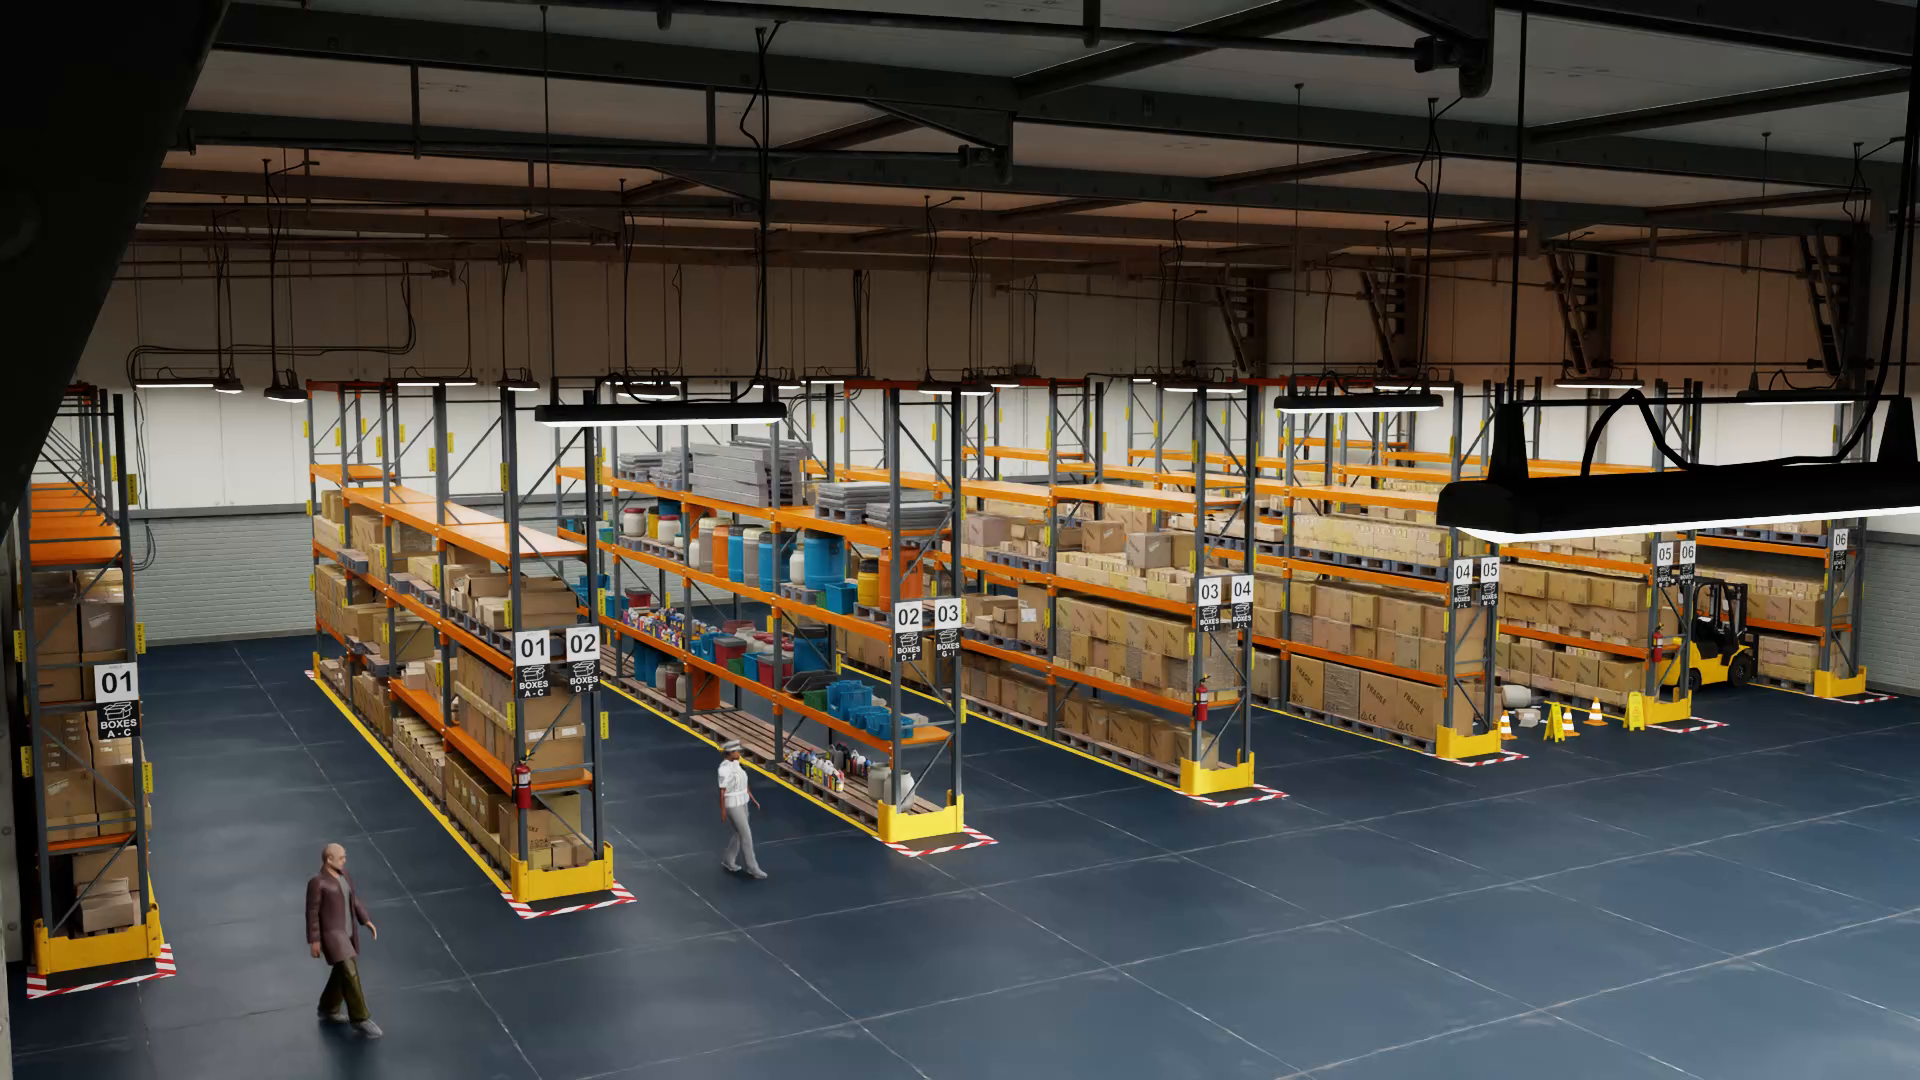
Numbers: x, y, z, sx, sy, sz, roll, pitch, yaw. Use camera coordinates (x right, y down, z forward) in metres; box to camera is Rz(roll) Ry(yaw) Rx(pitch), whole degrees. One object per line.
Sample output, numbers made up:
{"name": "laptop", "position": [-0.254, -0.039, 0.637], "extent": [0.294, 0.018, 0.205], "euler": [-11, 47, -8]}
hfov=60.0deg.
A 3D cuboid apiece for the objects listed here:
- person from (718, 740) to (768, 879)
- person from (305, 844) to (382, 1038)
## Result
{"name": "person", "position": [-2.671, 3.329, 20.696], "extent": [0.718, 1.667, 0.472], "euler": [2, 6, 17]}
{"name": "person", "position": [-5.823, 3.790, 15.849], "extent": [0.859, 1.794, 0.604], "euler": [1, 6, 13]}
